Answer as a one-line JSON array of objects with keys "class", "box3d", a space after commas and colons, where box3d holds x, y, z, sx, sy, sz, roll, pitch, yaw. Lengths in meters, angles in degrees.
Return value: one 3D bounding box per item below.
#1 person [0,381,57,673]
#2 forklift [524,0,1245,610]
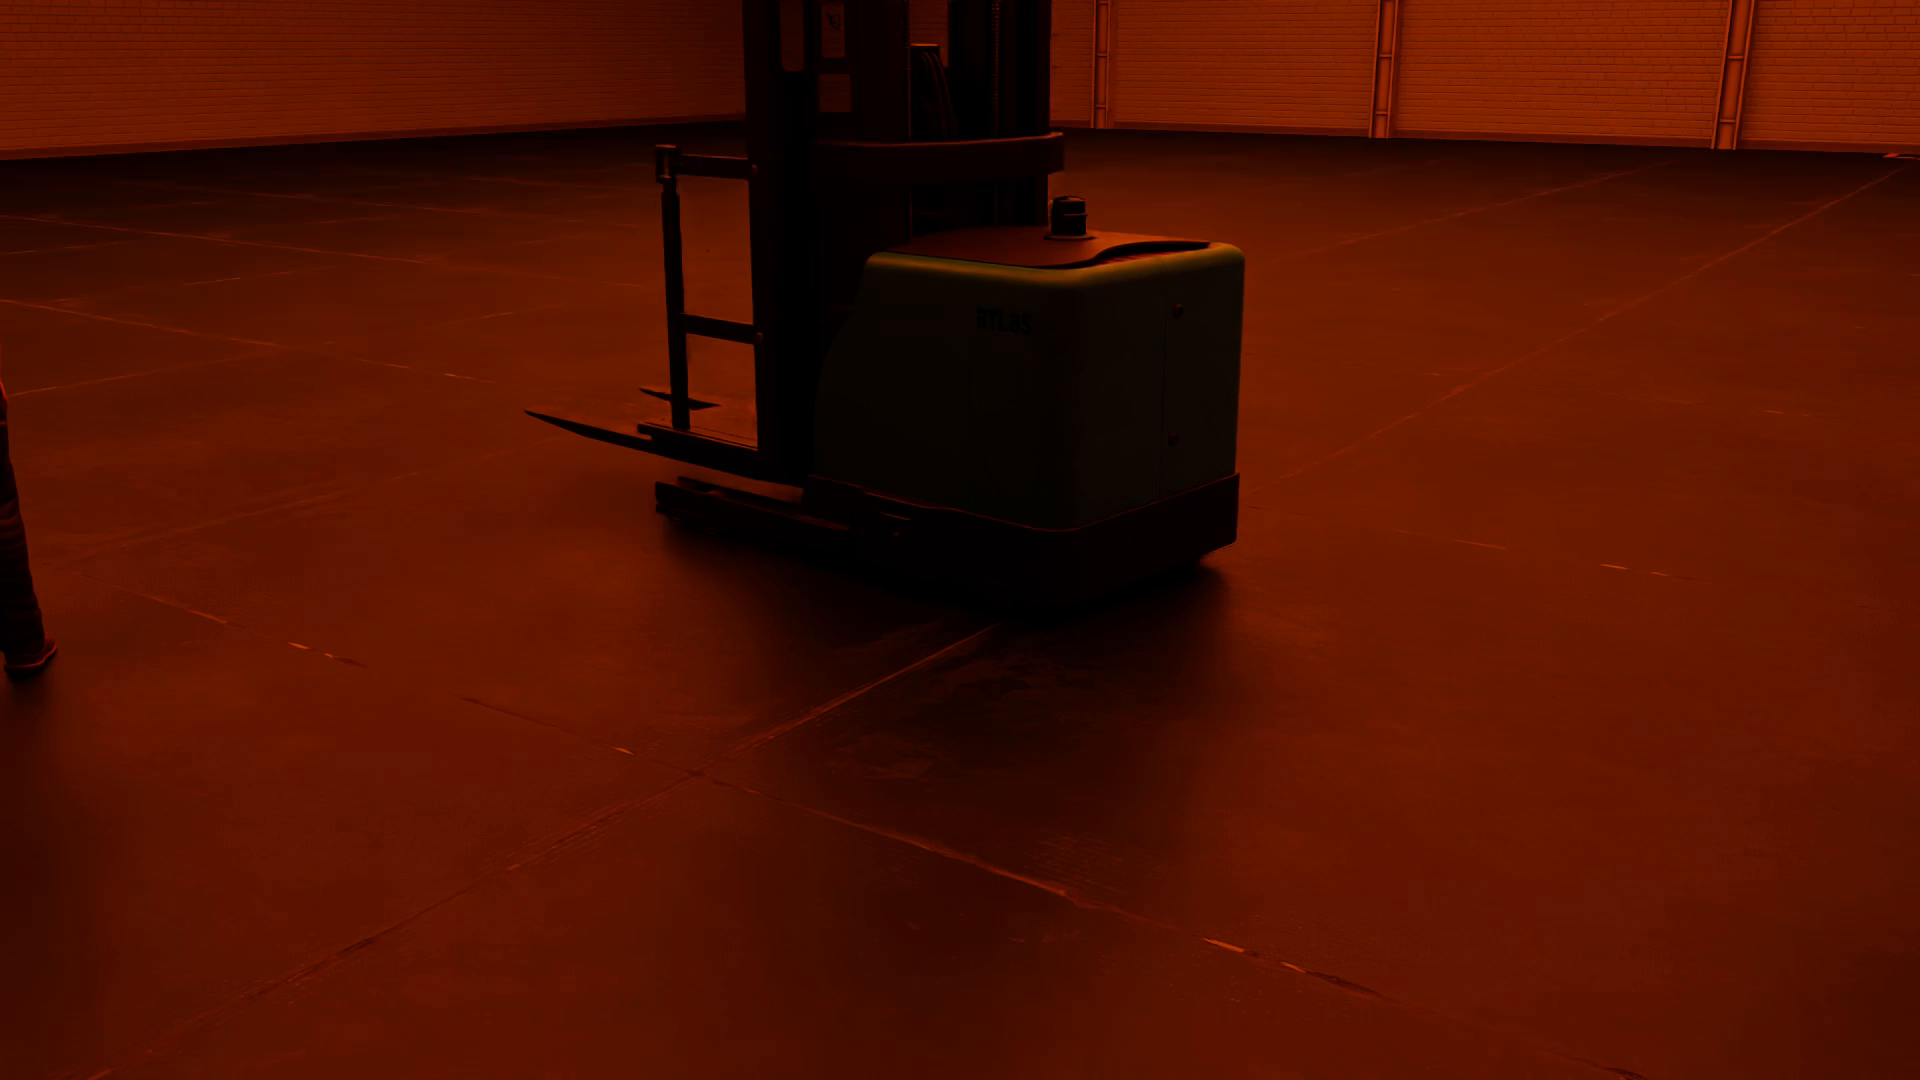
[{"class": "person", "box3d": [-2.796, -0.408, 4.446, 0.481, 1.653, 0.355, -11, 20, -33]}, {"class": "forklift", "box3d": [-0.487, -1.521, 5.920, 3.031, 2.935, 1.130, 14, 22, 40]}]
